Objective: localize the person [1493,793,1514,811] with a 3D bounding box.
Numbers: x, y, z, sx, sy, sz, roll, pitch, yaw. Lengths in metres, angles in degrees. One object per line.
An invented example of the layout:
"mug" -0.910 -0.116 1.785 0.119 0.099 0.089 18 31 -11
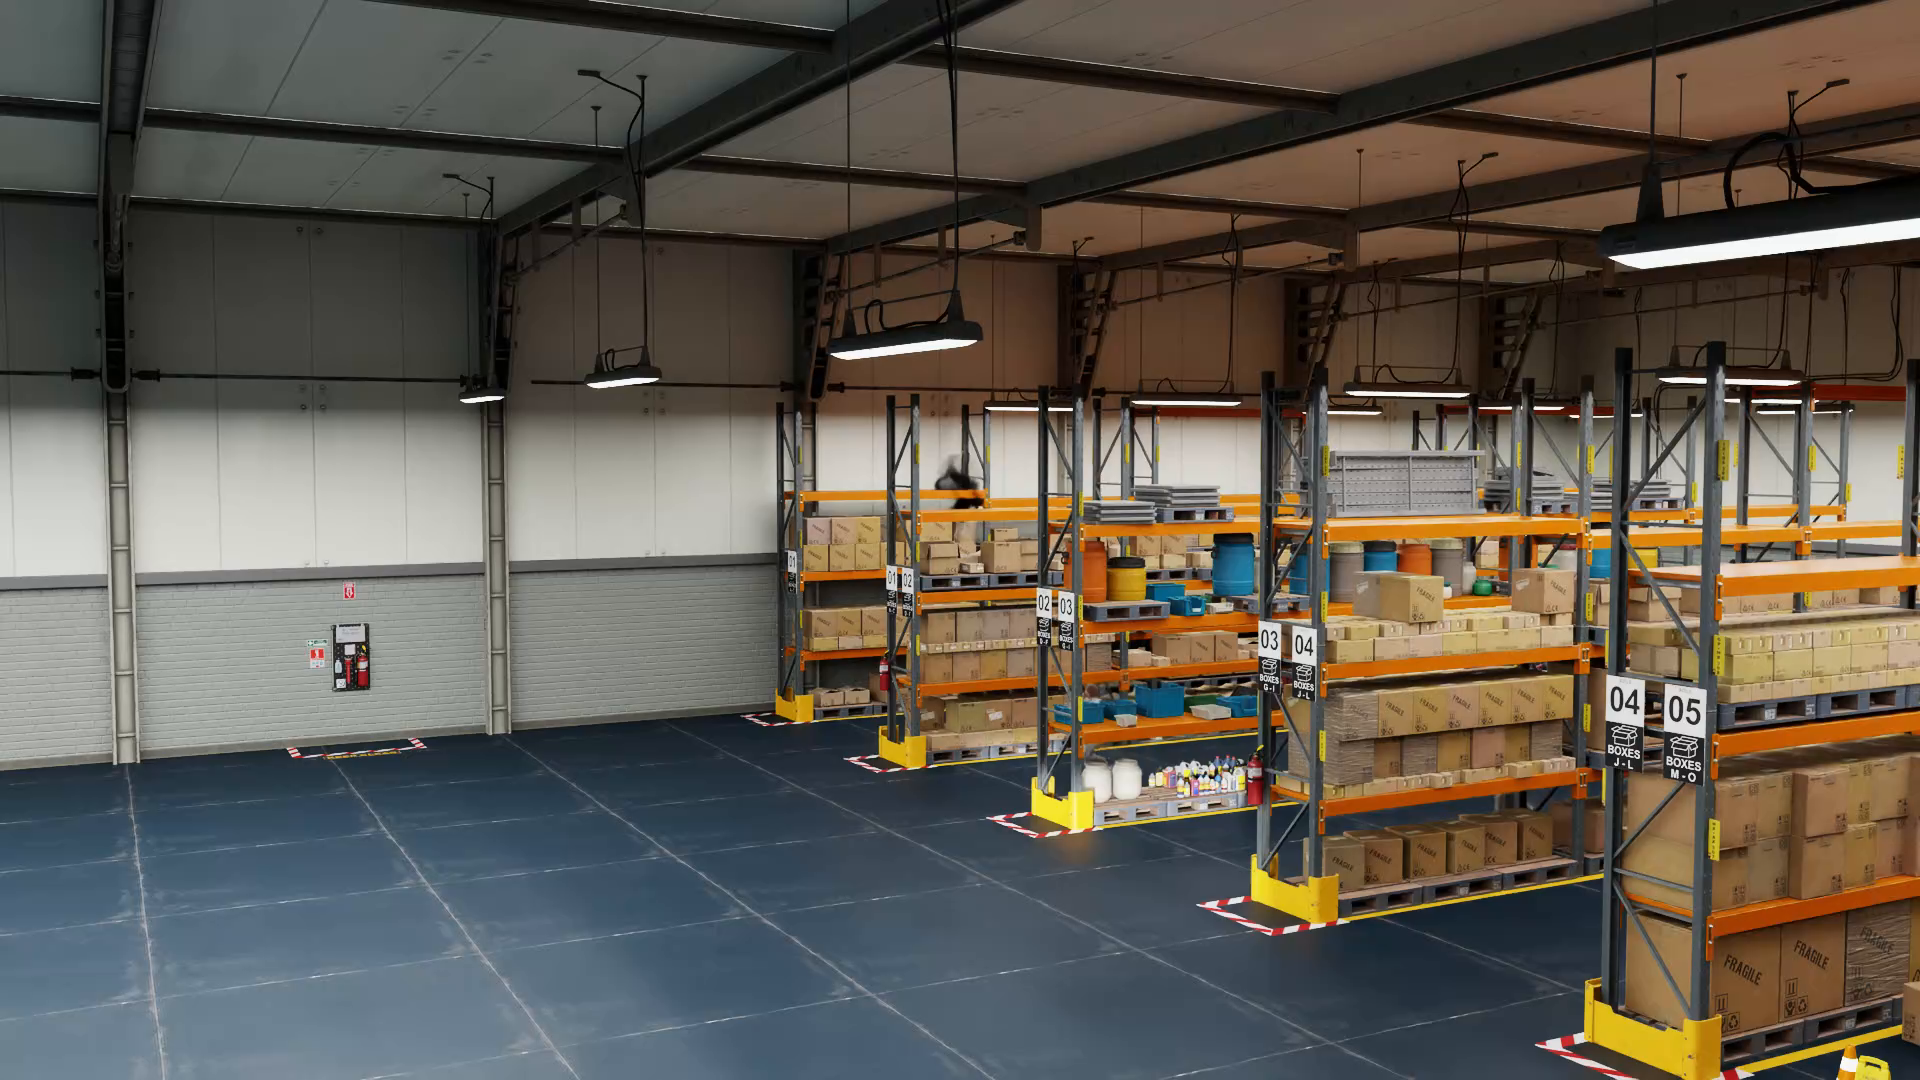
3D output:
"person" 7.243 3.072 22.135 0.797 1.737 0.554 -2 4 -33

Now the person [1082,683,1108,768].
"person" 2.045 2.961 25.333 0.506 1.568 0.536 -2 4 -33
